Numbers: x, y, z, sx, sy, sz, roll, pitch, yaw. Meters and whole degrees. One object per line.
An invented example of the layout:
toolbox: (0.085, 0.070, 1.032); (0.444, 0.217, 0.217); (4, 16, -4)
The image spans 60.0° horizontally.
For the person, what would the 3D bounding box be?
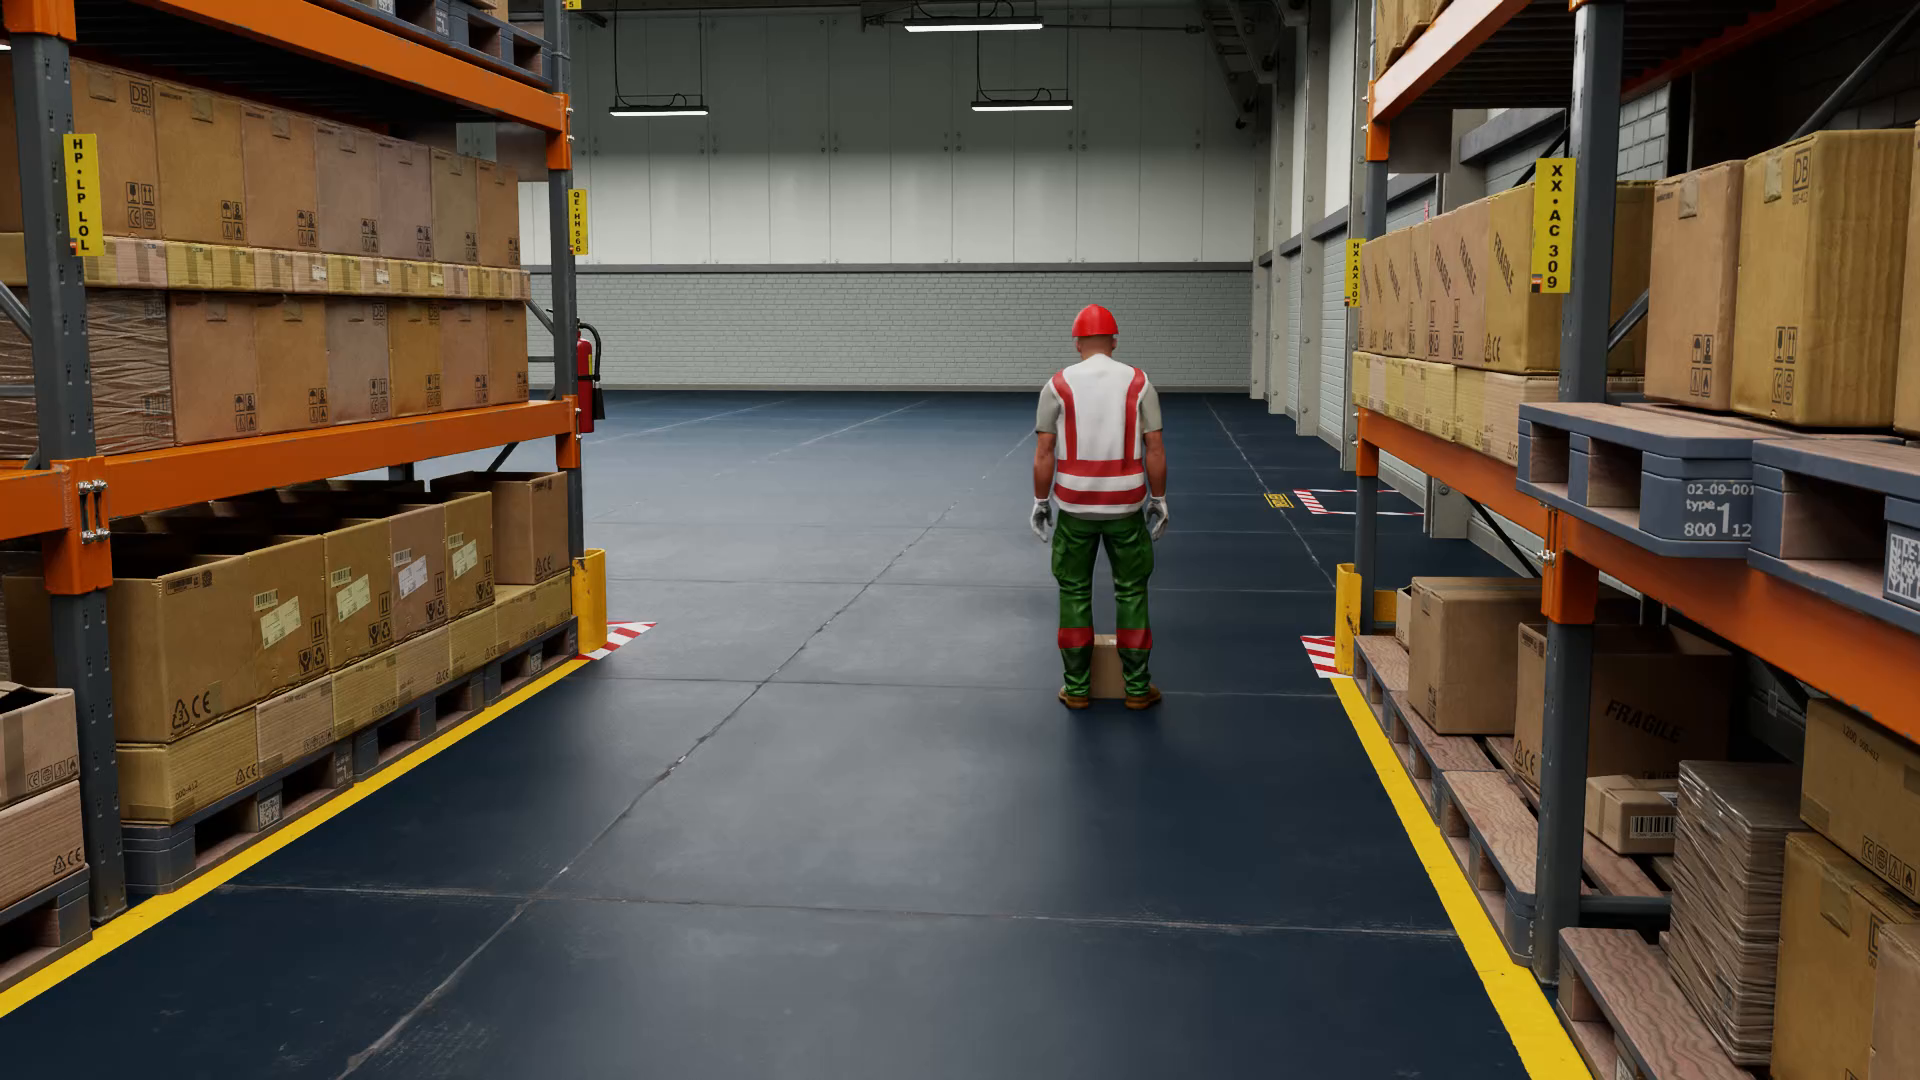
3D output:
person: (0.617, -0.145, 7.339); (0.613, 1.778, 0.452); (0, 8, 3)
